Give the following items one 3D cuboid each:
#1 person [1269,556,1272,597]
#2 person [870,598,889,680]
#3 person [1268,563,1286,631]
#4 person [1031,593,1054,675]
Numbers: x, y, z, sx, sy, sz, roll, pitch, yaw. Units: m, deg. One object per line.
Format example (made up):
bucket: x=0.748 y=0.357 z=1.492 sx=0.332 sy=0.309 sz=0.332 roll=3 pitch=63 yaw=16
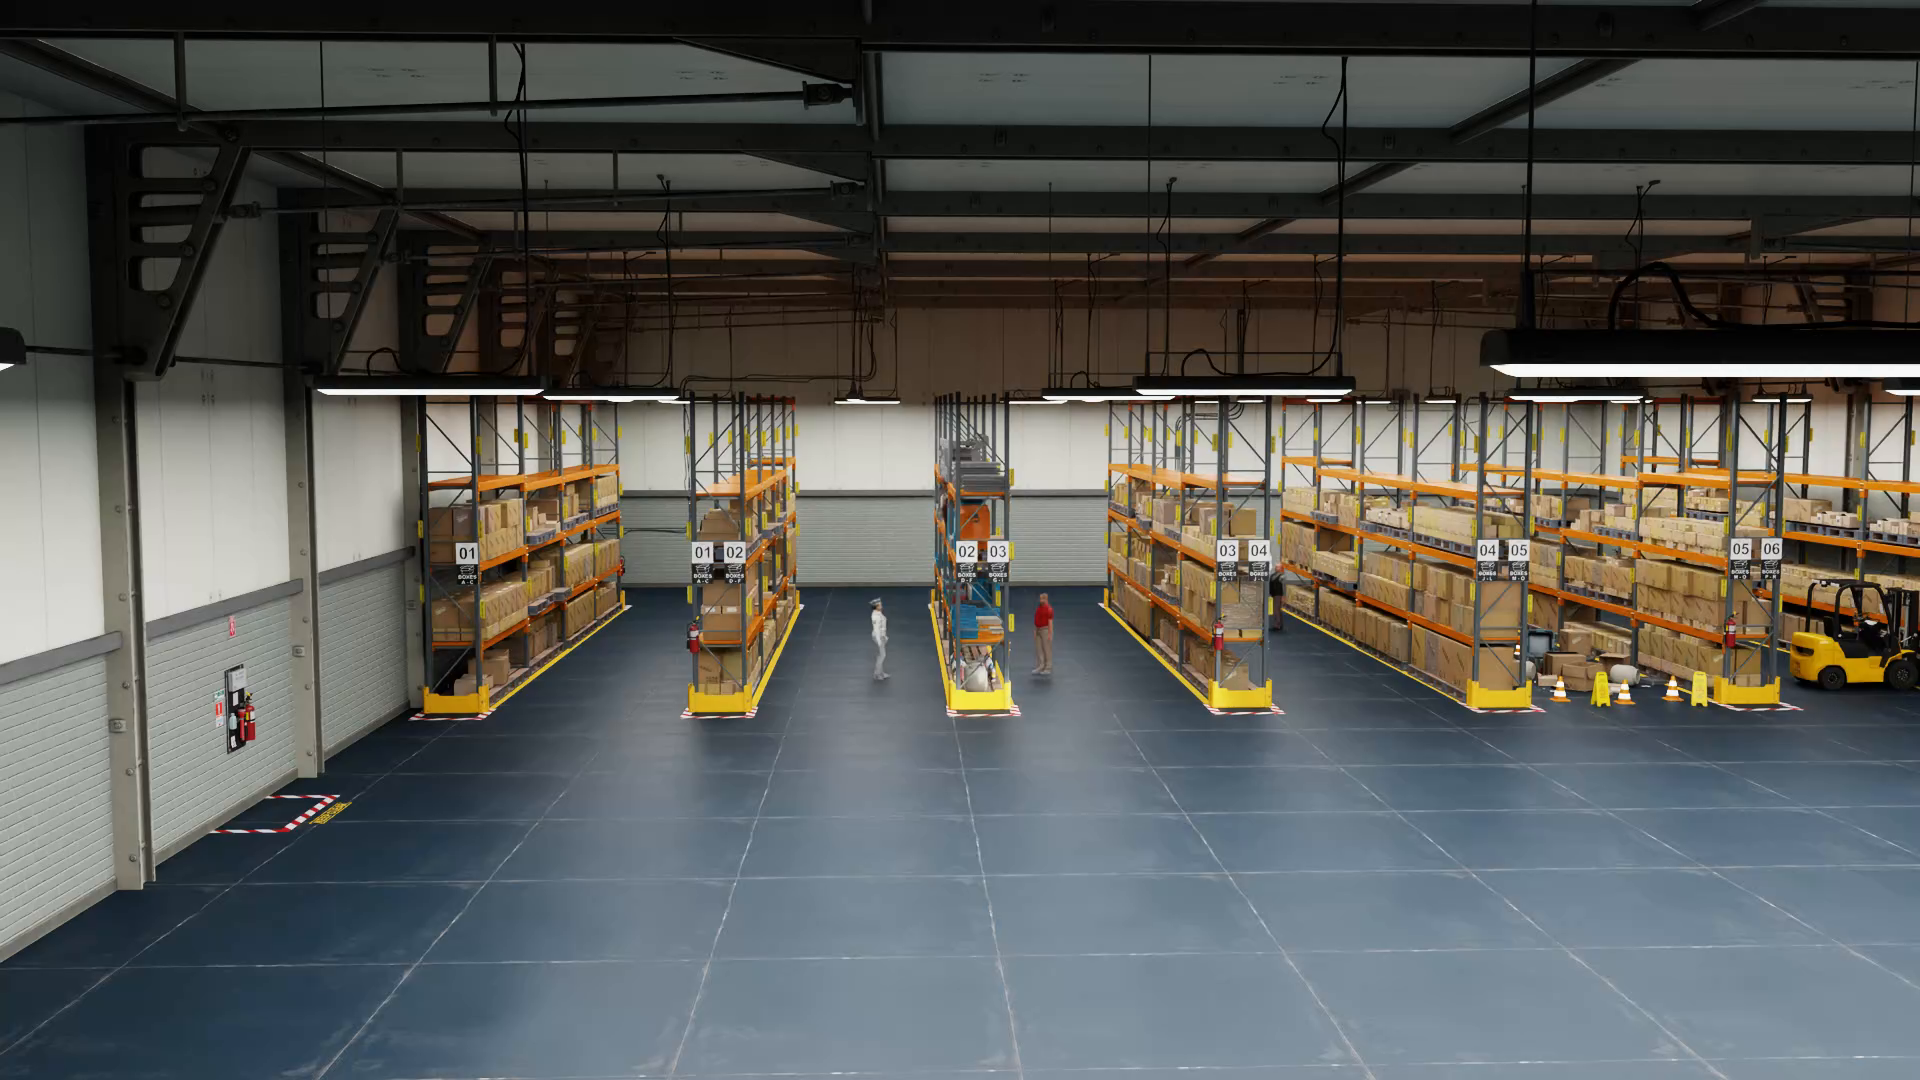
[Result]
person: x=8.929 y=0.972 z=48.965 sx=0.544 sy=1.631 sz=0.992 roll=4 pitch=6 yaw=39
person: x=-1.705 y=2.095 z=35.117 sx=0.395 sy=1.747 sz=0.546 roll=1 pitch=5 yaw=11
person: x=8.079 y=1.453 z=42.628 sx=0.493 sy=1.723 sz=0.537 roll=-1 pitch=5 yaw=-14
person: x=1.770 y=1.996 z=35.476 sx=0.410 sy=1.740 sz=0.547 roll=-3 pitch=5 yaw=-30
